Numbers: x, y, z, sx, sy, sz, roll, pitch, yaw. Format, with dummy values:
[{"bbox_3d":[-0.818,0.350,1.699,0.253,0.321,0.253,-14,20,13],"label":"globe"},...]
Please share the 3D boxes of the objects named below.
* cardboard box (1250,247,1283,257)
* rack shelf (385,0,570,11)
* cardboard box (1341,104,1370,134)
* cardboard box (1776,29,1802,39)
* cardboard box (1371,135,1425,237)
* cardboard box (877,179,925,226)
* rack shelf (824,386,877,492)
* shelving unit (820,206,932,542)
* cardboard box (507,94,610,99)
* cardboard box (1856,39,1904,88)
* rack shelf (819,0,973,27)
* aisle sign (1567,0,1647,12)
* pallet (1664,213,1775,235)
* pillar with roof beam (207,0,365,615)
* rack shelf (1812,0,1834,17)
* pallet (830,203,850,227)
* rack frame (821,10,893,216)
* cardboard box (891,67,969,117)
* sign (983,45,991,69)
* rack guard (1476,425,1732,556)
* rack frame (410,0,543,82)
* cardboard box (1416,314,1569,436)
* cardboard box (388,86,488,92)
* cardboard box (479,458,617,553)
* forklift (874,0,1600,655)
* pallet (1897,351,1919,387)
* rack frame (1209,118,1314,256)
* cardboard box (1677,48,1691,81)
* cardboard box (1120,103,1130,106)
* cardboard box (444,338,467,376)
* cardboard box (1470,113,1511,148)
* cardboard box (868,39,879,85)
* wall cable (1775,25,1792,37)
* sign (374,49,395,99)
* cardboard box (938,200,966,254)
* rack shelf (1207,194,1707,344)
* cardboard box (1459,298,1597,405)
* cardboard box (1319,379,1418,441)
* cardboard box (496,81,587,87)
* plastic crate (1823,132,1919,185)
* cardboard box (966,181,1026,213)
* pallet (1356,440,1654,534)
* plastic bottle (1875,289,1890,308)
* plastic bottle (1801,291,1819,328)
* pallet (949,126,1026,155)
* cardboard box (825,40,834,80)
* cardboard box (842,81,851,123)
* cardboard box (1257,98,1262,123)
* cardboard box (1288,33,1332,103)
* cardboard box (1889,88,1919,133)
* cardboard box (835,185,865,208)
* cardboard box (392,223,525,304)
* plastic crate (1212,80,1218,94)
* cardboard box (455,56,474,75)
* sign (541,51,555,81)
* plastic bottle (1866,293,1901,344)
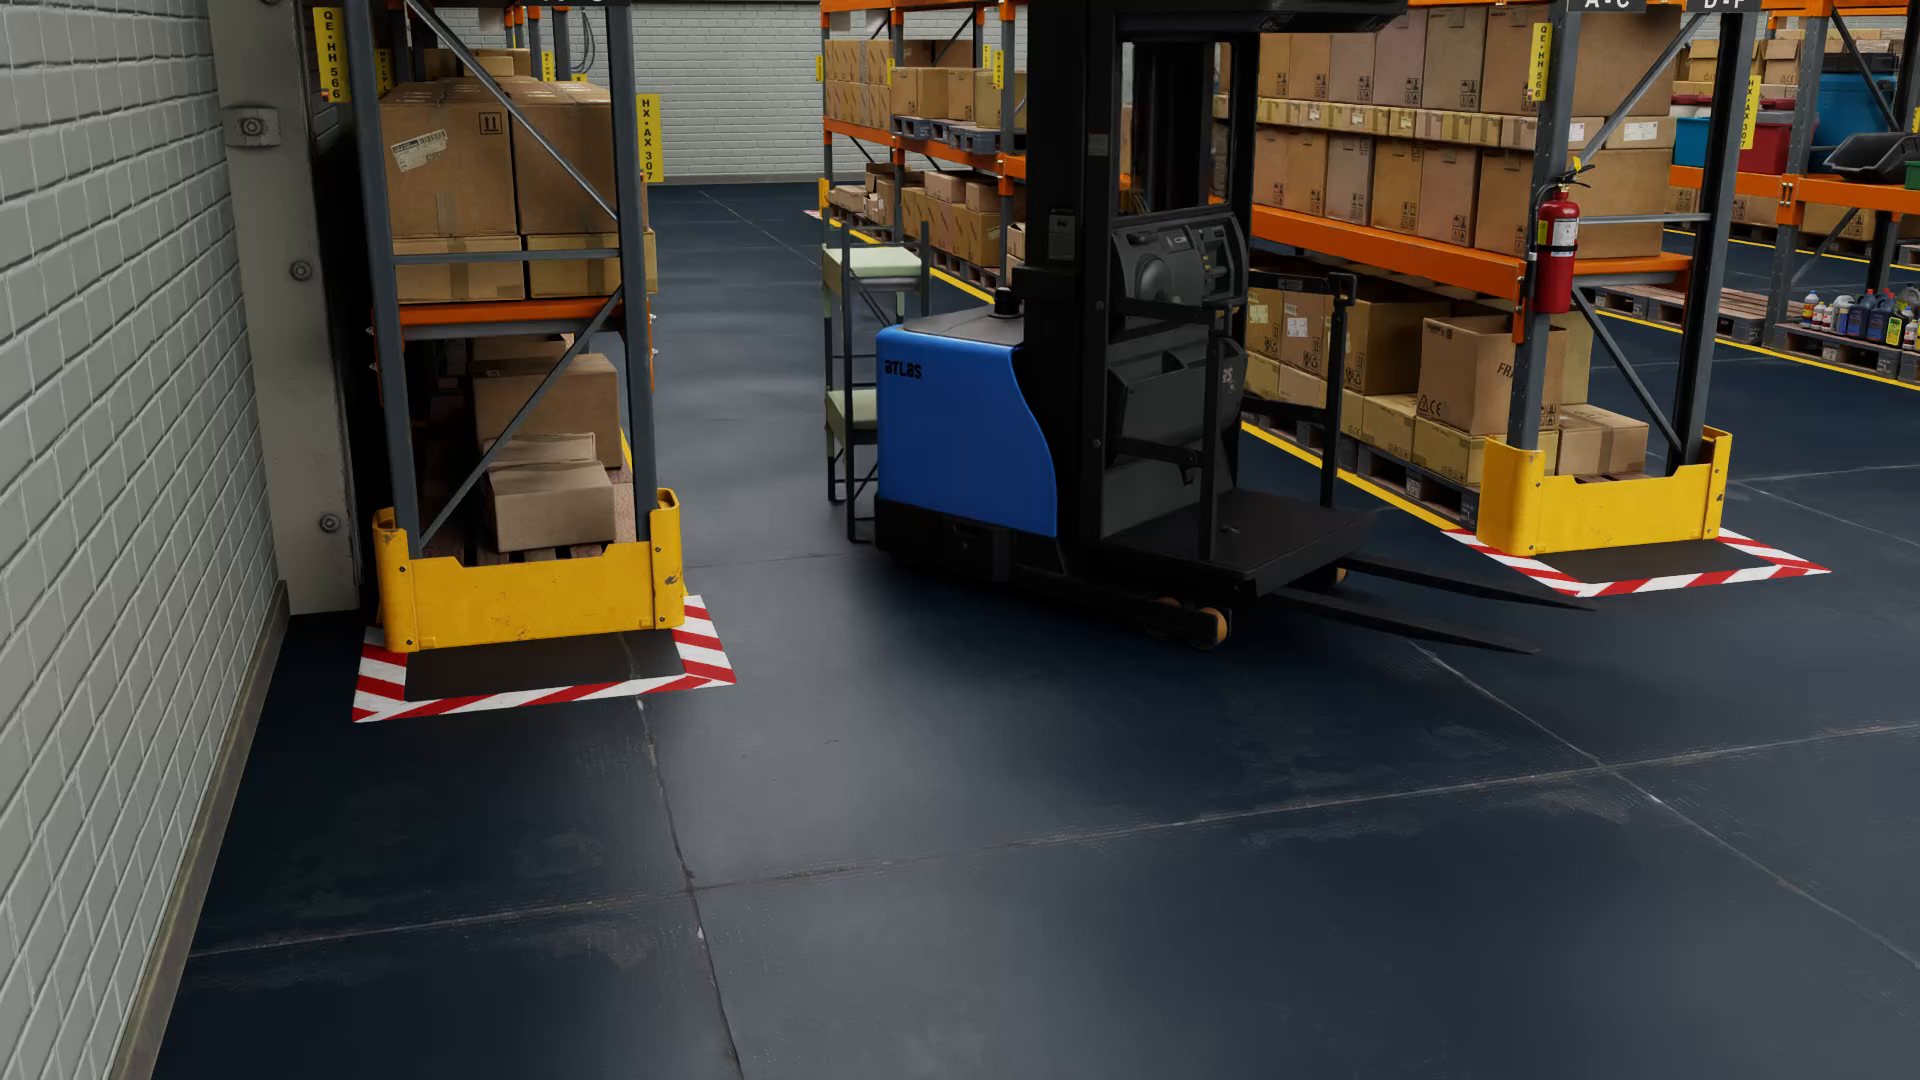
[{"bbox_3d":[1.786,-1.654,10.990,0.500,0.500,0.500,-5,17,-15],"label":"cardboard box"},{"bbox_3d":[-2.252,-2.710,7.795,1.077,0.370,4.000,-5,17,-15],"label":"rack shelf"},{"bbox_3d":[2.343,-2.335,9.210,0.380,0.149,0.250,-5,17,-16],"label":"cardboard box"},{"bbox_3d":[12.853,-7.553,25.454,0.500,0.500,0.500,-5,17,-16],"label":"cardboard box"},{"bbox_3d":[2.663,-1.918,8.948,0.700,0.500,0.500,-5,17,-15],"label":"cardboard box"},{"bbox_3d":[-0.668,-3.925,19.385,0.500,0.500,0.500,-5,17,-15],"label":"cardboard box"},{"bbox_3d":[-0.412,-0.516,8.196,0.431,0.370,0.720,-3,17,-11],"label":"rack shelf"},{"bbox_3d":[-0.412,-0.828,8.103,0.431,1.500,0.755,-3,17,-11],"label":"shelving unit"},{"bbox_3d":[-1.671,-1.654,7.168,0.500,0.500,0.500,-5,17,-15],"label":"cardboard box"},{"bbox_3d":[10.201,-5.184,18.078,0.797,0.503,0.637,-4,17,-13],"label":"cardboard box"},{"bbox_3d":[-0.788,-6.422,20.152,1.077,0.370,4.000,-5,17,-15],"label":"rack shelf"},{"bbox_3d":[2.795,-2.661,7.077,0.394,0.787,0.004,-5,17,-15],"label":"aisle sign"},{"bbox_3d":[9.572,-4.015,20.953,1.003,0.211,1.213,-5,17,-15],"label":"pallet"},{"bbox_3d":[1.412,-4.403,6.968,9.100,9.000,0.400,-5,17,-15],"label":"pillar with roof beam"},{"bbox_3d":[7.273,-3.493,10.402,1.077,0.370,4.000,-5,17,-15],"label":"rack shelf"},{"bbox_3d":[-1.097,-4.306,21.919,1.003,0.211,1.213,-5,17,-15],"label":"pallet"},{"bbox_3d":[-1.338,-5.883,22.322,1.000,3.000,0.127,-5,17,-15],"label":"rack frame"},{"bbox_3d":[-0.324,-4.877,18.069,0.700,0.500,0.500,-12,20,-34],"label":"cardboard box"},{"bbox_3d":[0.294,-5.376,18.621,0.100,0.325,0.005,-5,17,-15],"label":"sign"},{"bbox_3d":[3.066,-0.253,7.926,1.175,0.500,0.348,-5,17,-15],"label":"rack guard"},{"bbox_3d":[-3.901,-3.277,13.648,1.000,3.000,0.127,-5,17,-15],"label":"rack frame"},{"bbox_3d":[2.626,-0.825,8.231,0.500,0.500,0.500,-5,17,-15],"label":"cardboard box"},{"bbox_3d":[-2.604,-2.039,8.450,0.500,0.500,0.500,-4,17,-14],"label":"cardboard box"},{"bbox_3d":[-1.806,-0.186,7.265,0.500,0.311,0.500,-7,18,-22],"label":"cardboard box"},{"bbox_3d":[1.067,-1.144,6.667,3.031,2.935,1.130,13,21,38],"label":"forklift"},{"bbox_3d":[7.207,-1.091,11.218,1.003,0.211,1.213,-5,17,-15],"label":"pallet"},{"bbox_3d":[1.960,-2.563,11.272,1.000,3.000,0.127,-5,17,-15],"label":"rack frame"},{"bbox_3d":[9.401,-6.141,21.622,0.500,0.500,0.500,-5,17,-15],"label":"cardboard box"},{"bbox_3d":[1.337,-3.255,13.400,0.500,0.500,0.500,-6,18,-18],"label":"cardboard box"},{"bbox_3d":[-3.020,-1.387,10.934,0.700,0.500,0.500,-4,17,-13],"label":"cardboard box"},{"bbox_3d":[2.698,-1.978,8.023,0.380,0.149,0.250,-4,17,-14],"label":"cardboard box"},{"bbox_3d":[-0.770,-5.564,19.349,0.500,0.500,0.500,-5,17,-16],"label":"cardboard box"},{"bbox_3d":[16.144,-9.508,32.570,0.585,1.953,0.123,-5,17,-15],"label":"wall cable"},{"bbox_3d":[-3.335,-2.680,9.649,0.100,0.325,0.005,-5,17,-15],"label":"sign"},{"bbox_3d":[0.086,-3.211,17.009,0.500,0.500,0.500,-5,18,-17],"label":"cardboard box"},{"bbox_3d":[2.510,-1.666,9.534,1.077,0.370,4.000,-5,17,-15],"label":"rack shelf"},{"bbox_3d":[2.986,-1.004,8.828,0.500,0.500,0.500,-5,17,-15],"label":"cardboard box"},{"bbox_3d":[2.340,-0.742,9.257,0.500,0.250,0.500,-5,17,-15],"label":"cardboard box"},{"bbox_3d":[-2.375,-2.361,9.521,0.500,0.500,0.500,-5,17,-15],"label":"cardboard box"},{"bbox_3d":[6.745,-2.769,12.065,0.767,0.338,0.504,-5,17,-15],"label":"plastic crate"},{"bbox_3d":[0.358,-3.298,15.994,0.500,0.250,0.500,-4,17,-13],"label":"cardboard box"},{"bbox_3d":[2.809,-0.330,8.683,1.003,0.211,1.213,-5,17,-15],"label":"pallet"},{"bbox_3d":[6.685,-1.651,12.075,0.144,0.351,0.185,-5,17,-15],"label":"plastic bottle"},{"bbox_3d":[6.390,-1.735,12.492,0.097,0.271,0.097,0,17,0],"label":"plastic bottle"},{"bbox_3d":[0.607,-3.760,15.588,1.213,0.211,1.003,-5,17,-15],"label":"pallet"},{"bbox_3d":[-1.470,-6.266,21.686,0.500,0.500,0.500,-4,17,-14],"label":"cardboard box"},{"bbox_3d":[-1.187,-5.506,20.893,0.500,0.500,0.500,-5,17,-15],"label":"cardboard box"},{"bbox_3d":[1.989,-2.692,10.397,0.380,0.149,0.250,-5,17,-17],"label":"cardboard box"},{"bbox_3d":[2.365,-2.832,9.737,0.700,0.500,0.500,-5,17,-15],"label":"cardboard box"},{"bbox_3d":[10.013,-4.617,17.934,0.500,0.500,0.500,-4,17,-14],"label":"cardboard box"},{"bbox_3d":[-1.324,-4.465,21.618,0.500,0.250,0.500,-5,17,-15],"label":"cardboard box"},{"bbox_3d":[-2.018,-1.116,6.679,0.500,0.250,0.500,-4,17,-14],"label":"cardboard box"},{"bbox_3d":[3.697,-6.241,23.349,0.616,0.435,0.499,-5,17,-15],"label":"plastic crate"},{"bbox_3d":[-3.778,-3.753,13.167,0.380,0.149,0.250,-7,18,-22],"label":"cardboard box"},{"bbox_3d":[-3.382,-3.839,13.644,0.100,0.325,0.005,-5,17,-15],"label":"sign"},{"bbox_3d":[6.598,-1.588,11.863,0.144,0.351,0.185,-5,18,-18],"label":"plastic bottle"}]
